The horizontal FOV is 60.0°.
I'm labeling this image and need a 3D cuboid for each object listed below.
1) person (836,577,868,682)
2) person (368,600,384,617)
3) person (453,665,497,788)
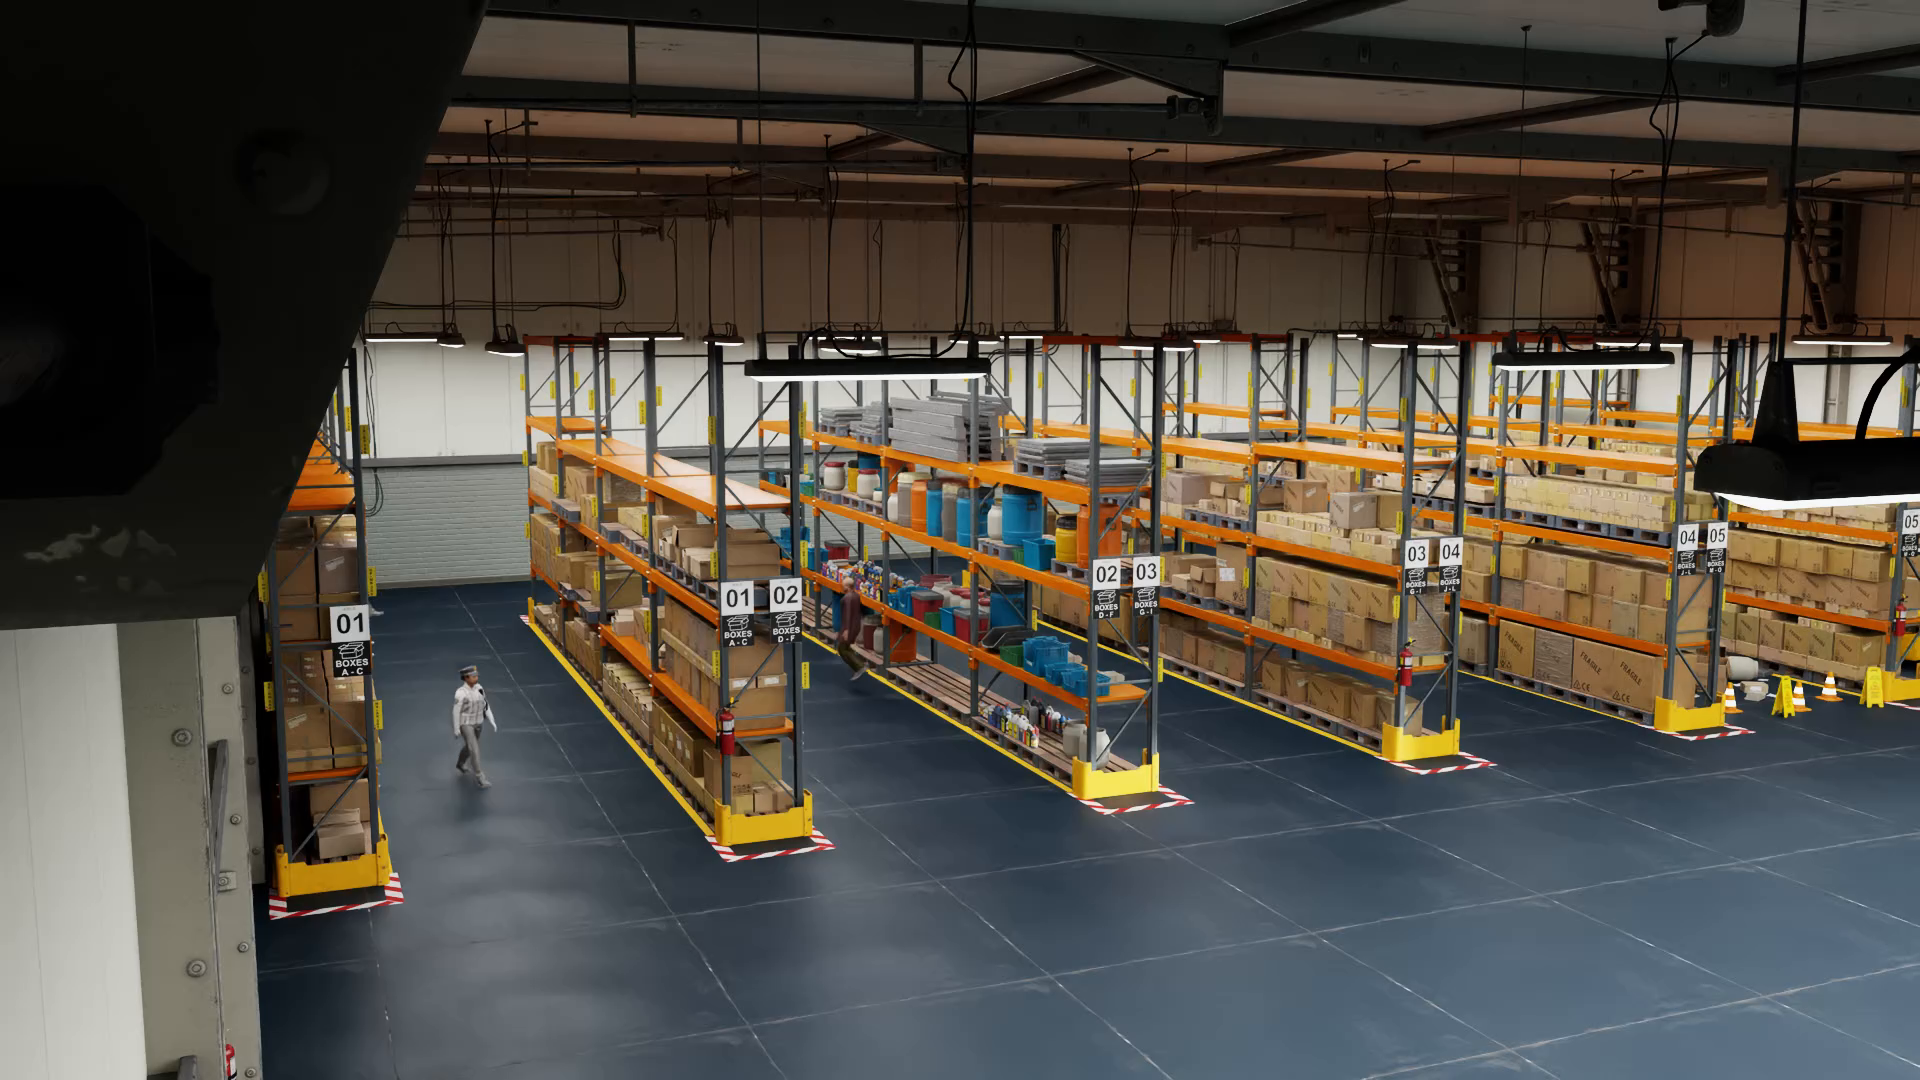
[{"bbox_3d":[-1.837,1.516,28.395,0.614,1.773,0.632,2,8,16],"label":"person"},{"bbox_3d":[-12.808,0.804,35.187,1.108,1.631,0.504,-2,8,-18],"label":"person"},{"bbox_3d":[-6.664,2.495,22.695,1.081,1.617,0.555,7,10,41],"label":"person"}]
